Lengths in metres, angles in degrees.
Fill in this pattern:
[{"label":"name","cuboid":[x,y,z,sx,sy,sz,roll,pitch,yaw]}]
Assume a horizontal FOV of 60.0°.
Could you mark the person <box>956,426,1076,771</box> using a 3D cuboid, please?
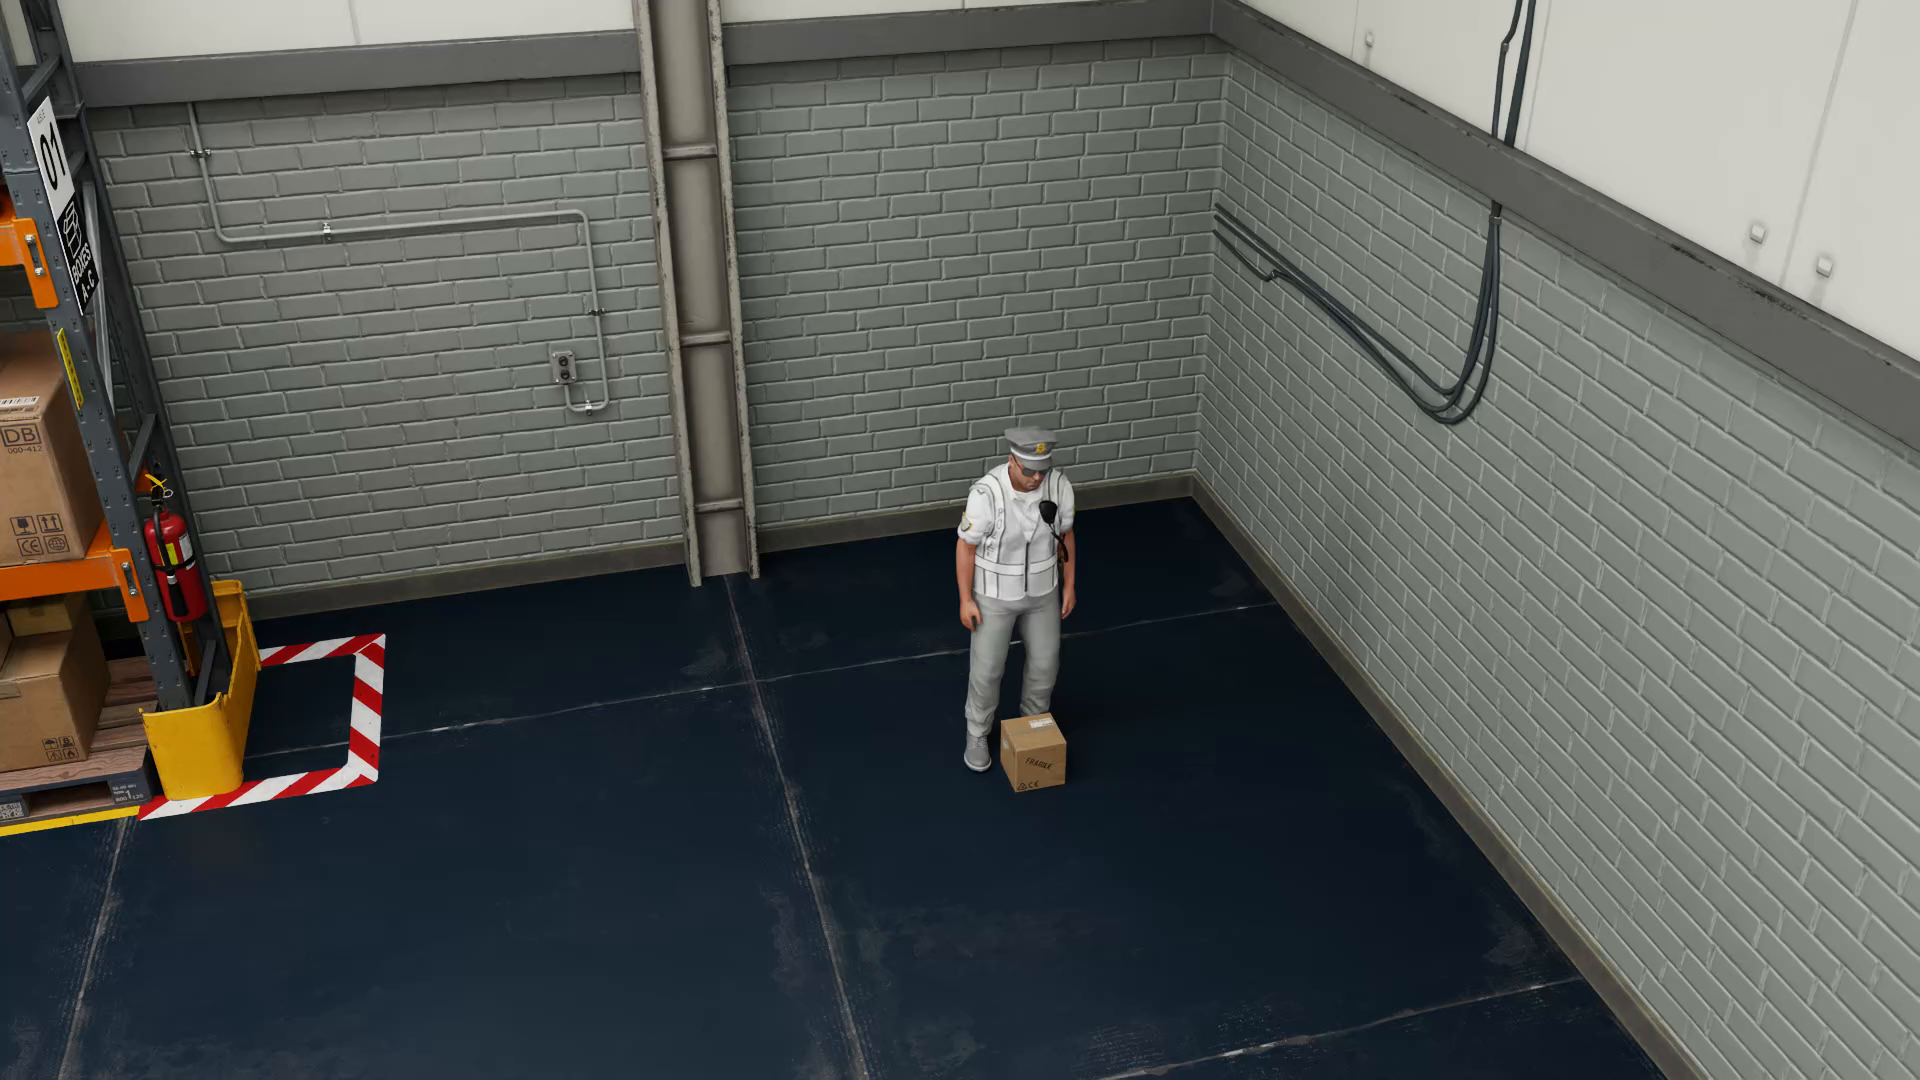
[{"label":"person","cuboid":[0.265,0.237,7.823,0.585,1.747,0.440,-9,31,-15]}]
